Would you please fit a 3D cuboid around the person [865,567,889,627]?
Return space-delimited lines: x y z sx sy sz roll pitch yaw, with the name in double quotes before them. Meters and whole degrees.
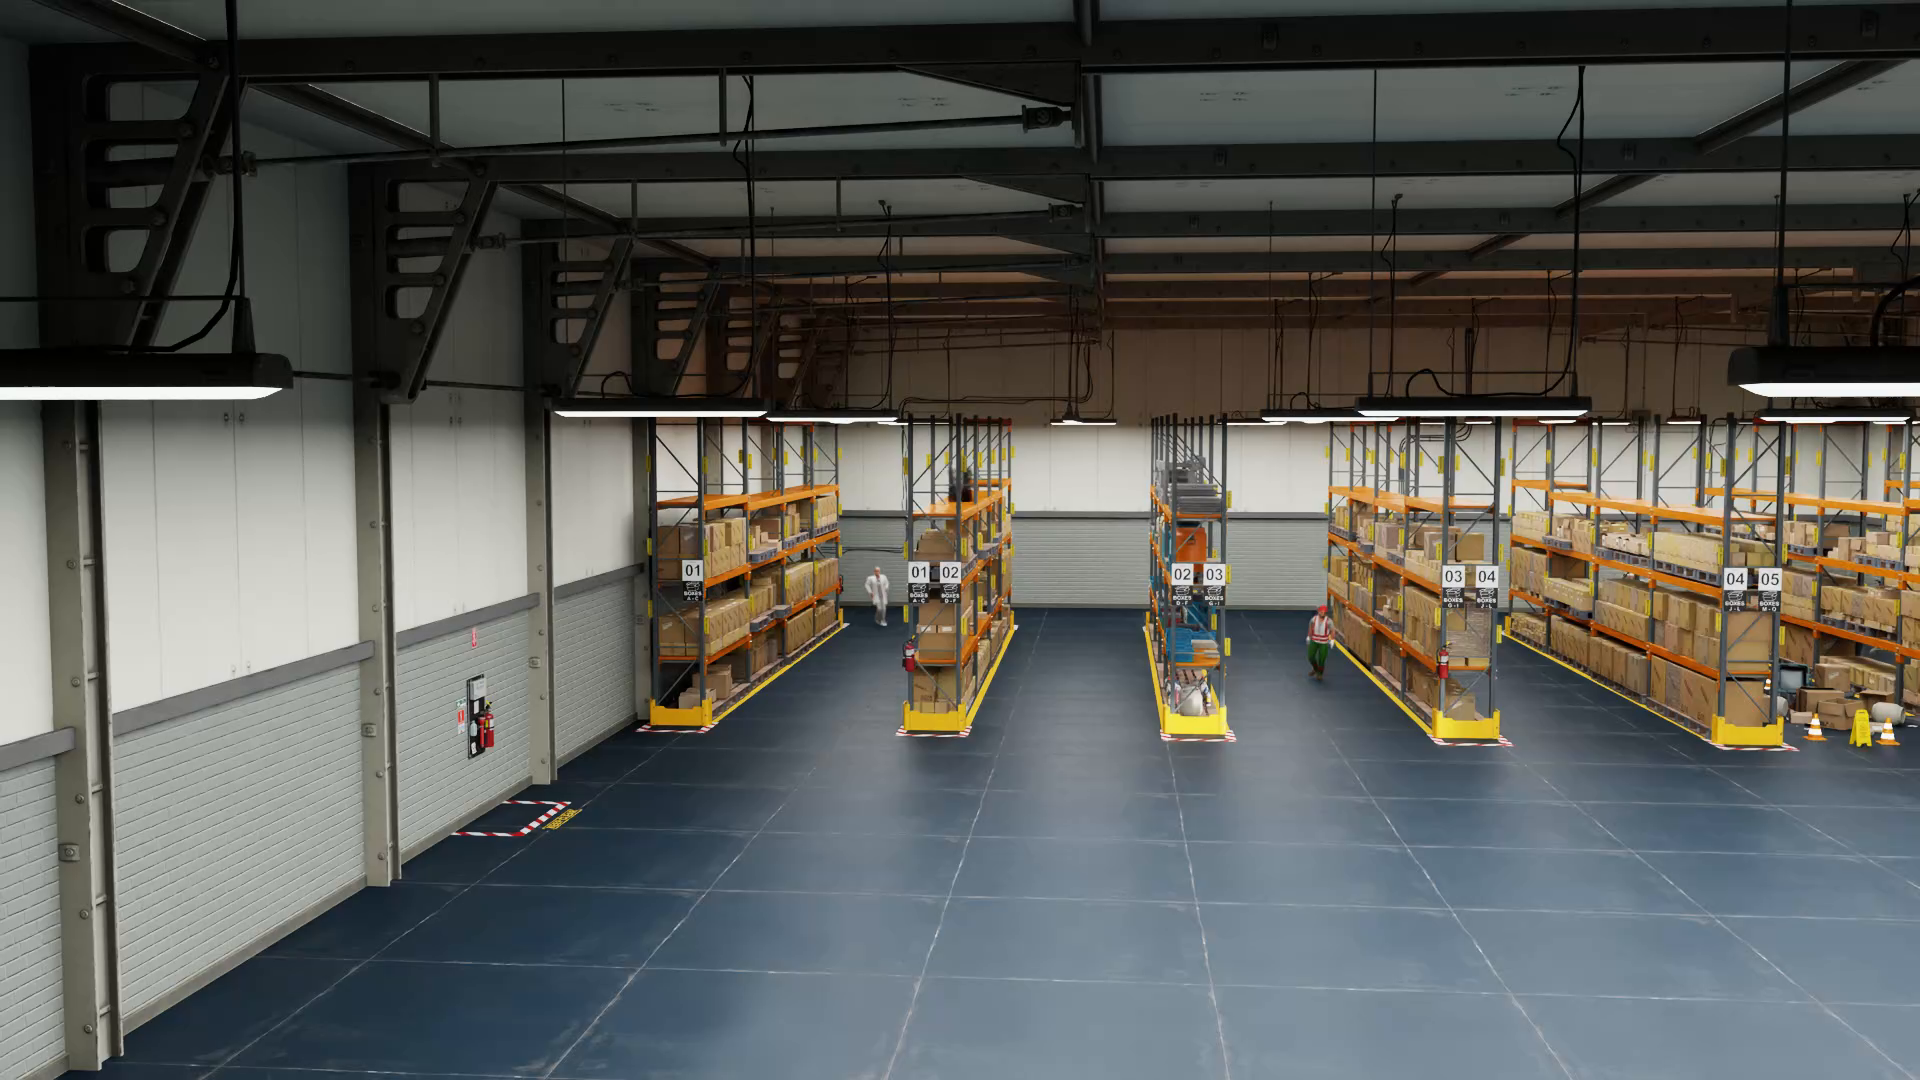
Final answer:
"person" -2.341 1.632 47.872 0.663 1.725 0.729 -2 4 -24

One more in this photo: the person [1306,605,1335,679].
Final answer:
"person" 8.157 2.316 37.688 0.705 1.719 0.597 2 4 23

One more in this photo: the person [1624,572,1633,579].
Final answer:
"person" 19.071 1.732 46.924 0.765 1.709 0.660 0 4 -7

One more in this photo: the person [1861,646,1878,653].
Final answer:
"person" 22.969 2.136 42.014 0.576 1.562 0.731 -2 4 -23
